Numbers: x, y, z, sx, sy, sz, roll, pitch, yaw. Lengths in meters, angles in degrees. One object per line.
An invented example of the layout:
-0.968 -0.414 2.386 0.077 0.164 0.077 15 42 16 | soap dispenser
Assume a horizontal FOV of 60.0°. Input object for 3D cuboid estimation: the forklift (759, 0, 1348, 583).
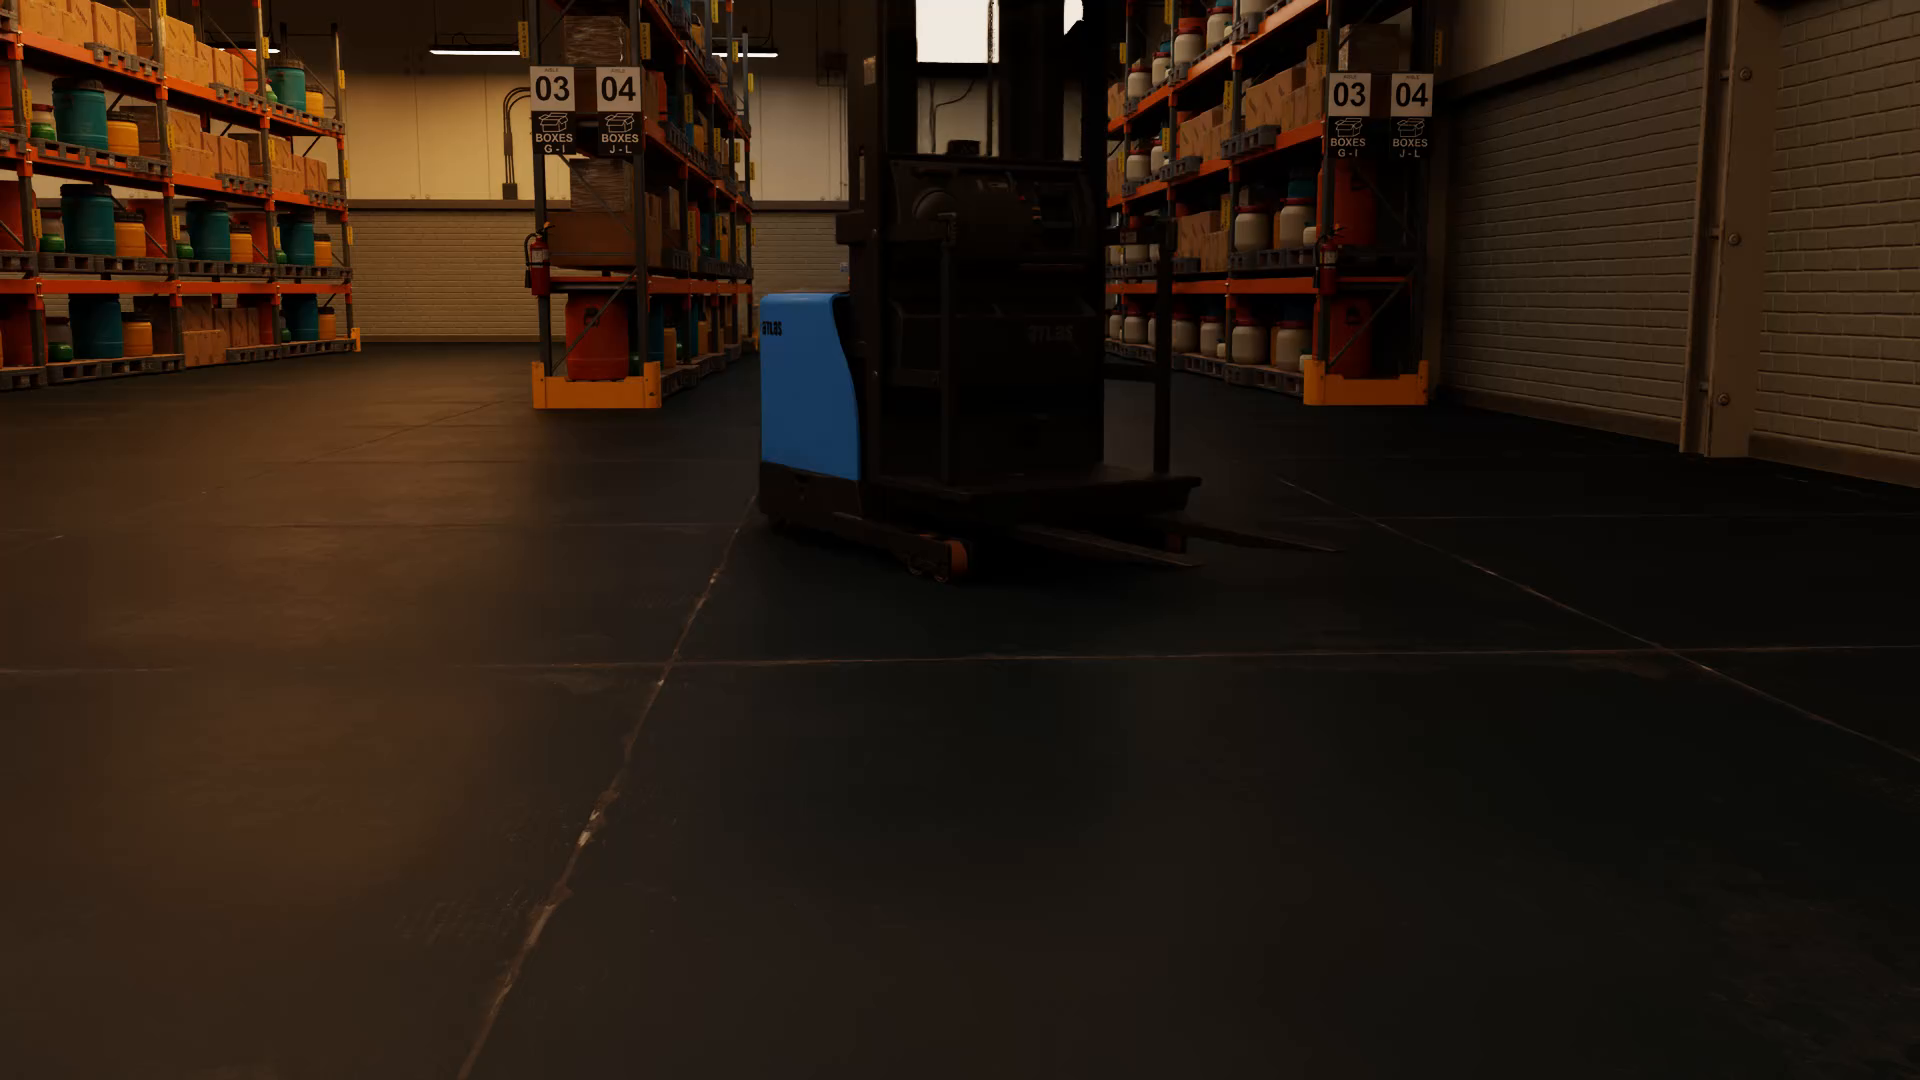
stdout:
0.250 -1.364 6.515 1.130 2.935 3.031 -5 10 -30 | forklift
